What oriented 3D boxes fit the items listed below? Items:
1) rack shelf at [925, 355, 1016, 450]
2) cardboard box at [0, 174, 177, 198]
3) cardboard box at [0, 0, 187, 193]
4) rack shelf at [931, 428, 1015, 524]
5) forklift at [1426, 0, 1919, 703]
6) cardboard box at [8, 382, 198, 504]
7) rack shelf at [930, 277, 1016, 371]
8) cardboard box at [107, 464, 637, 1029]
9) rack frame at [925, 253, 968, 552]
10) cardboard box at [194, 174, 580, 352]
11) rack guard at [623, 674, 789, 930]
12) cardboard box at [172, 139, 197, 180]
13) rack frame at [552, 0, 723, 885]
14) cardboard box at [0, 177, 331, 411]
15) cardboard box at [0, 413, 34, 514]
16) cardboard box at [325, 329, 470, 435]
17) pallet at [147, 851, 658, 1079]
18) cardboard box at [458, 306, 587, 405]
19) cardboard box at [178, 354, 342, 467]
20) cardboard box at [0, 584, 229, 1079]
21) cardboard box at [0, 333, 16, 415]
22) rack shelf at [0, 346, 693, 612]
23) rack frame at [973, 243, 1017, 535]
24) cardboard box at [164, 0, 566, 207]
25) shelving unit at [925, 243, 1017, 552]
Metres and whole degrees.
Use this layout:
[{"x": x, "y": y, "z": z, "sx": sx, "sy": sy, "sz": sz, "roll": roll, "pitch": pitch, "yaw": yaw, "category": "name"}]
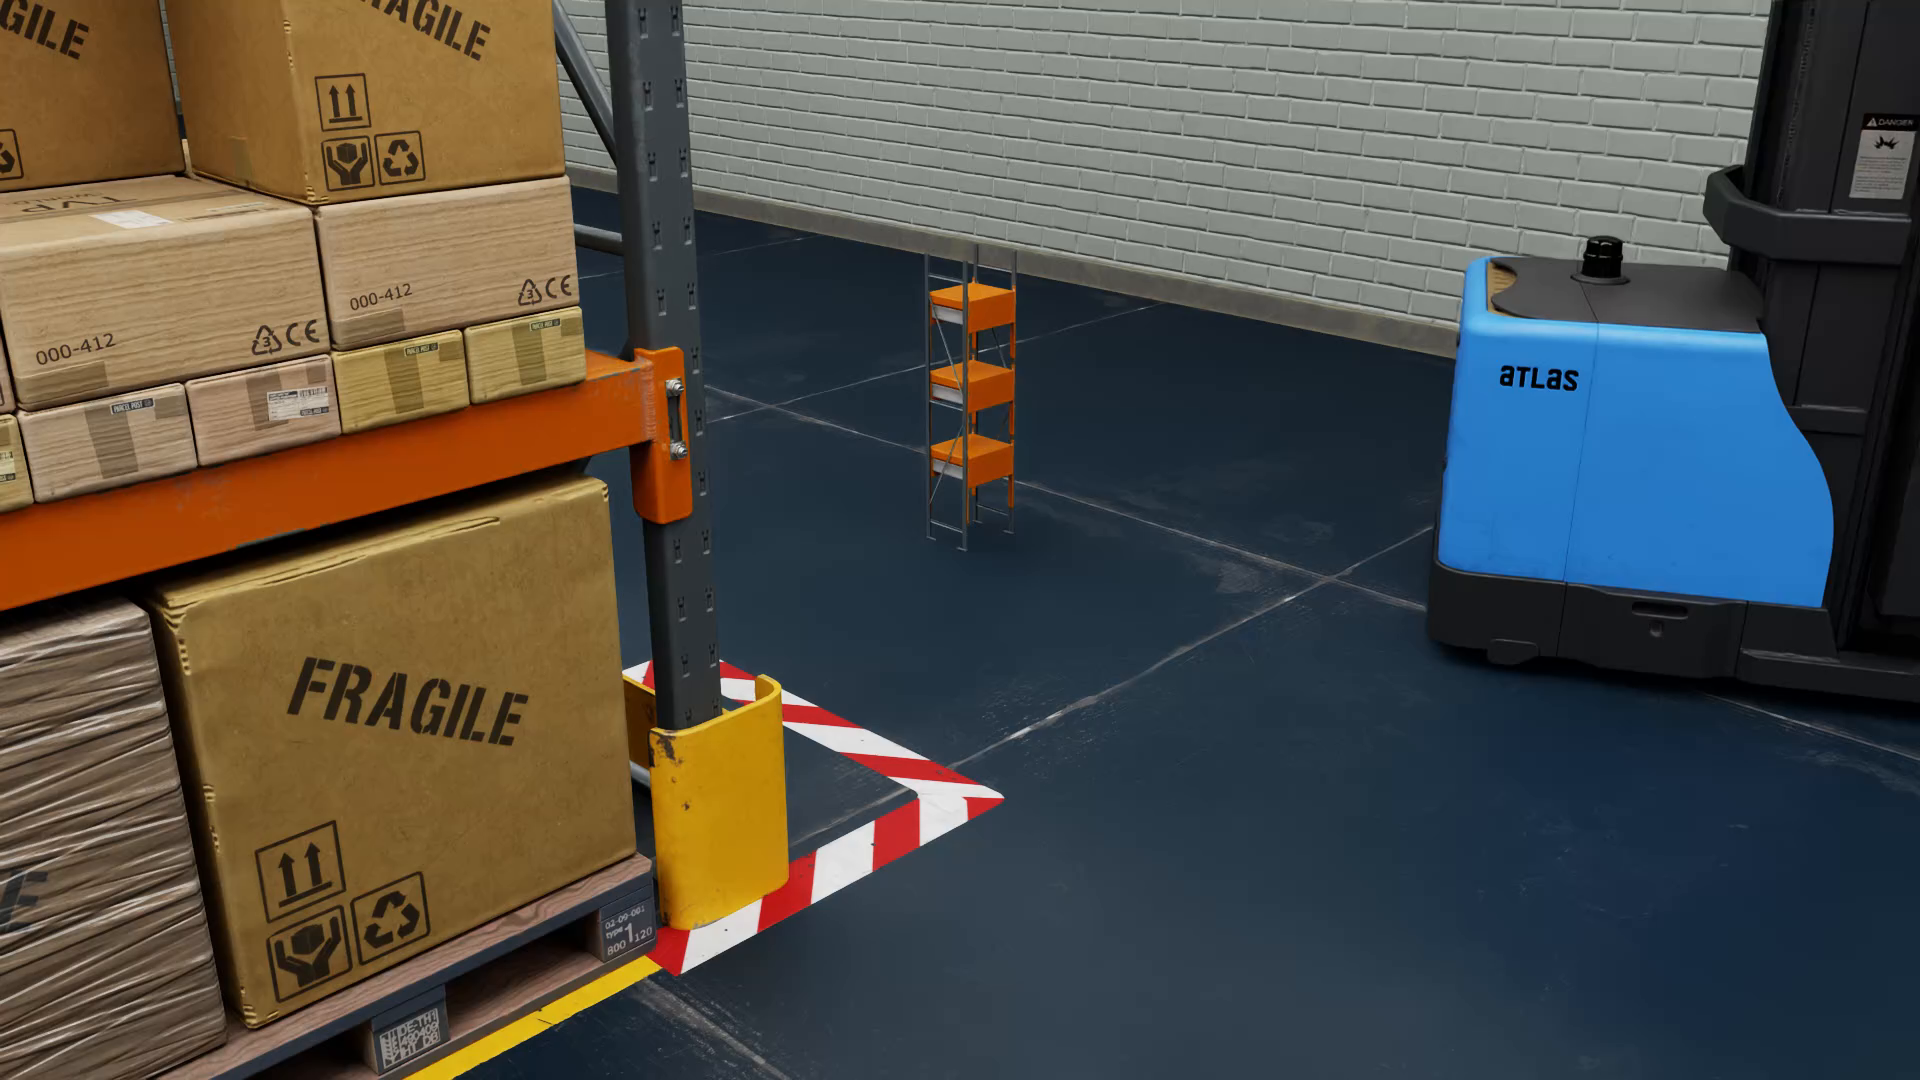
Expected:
[{"x": 0.037, "y": -0.494, "z": 5.926, "sx": 0.215, "sy": 0.259, "sz": 0.240, "roll": 19, "pitch": 28, "yaw": 41, "category": "rack shelf"}, {"x": -1.823, "y": -0.567, "z": 3.163, "sx": 0.500, "sy": 0.250, "sz": 0.500, "roll": 19, "pitch": 28, "yaw": 40, "category": "cardboard box"}, {"x": -1.813, "y": -0.924, "z": 3.046, "sx": 0.500, "sy": 0.500, "sz": 0.500, "roll": 18, "pitch": 28, "yaw": 39, "category": "cardboard box"}, {"x": 0.037, "y": -0.234, "z": 6.026, "sx": 0.215, "sy": 0.259, "sz": 0.240, "roll": 19, "pitch": 28, "yaw": 41, "category": "rack shelf"}, {"x": 3.015, "y": -1.014, "z": 4.628, "sx": 3.031, "sy": 2.935, "sz": 1.130, "roll": 6, "pitch": 22, "yaw": 15, "category": "forklift"}, {"x": -1.481, "y": -0.202, "z": 2.770, "sx": 0.250, "sy": 0.149, "sz": 0.380, "roll": -20, "pitch": 28, "yaw": -41, "category": "cardboard box"}, {"x": 0.037, "y": -0.759, "z": 5.824, "sx": 0.215, "sy": 0.259, "sz": 0.240, "roll": 19, "pitch": 28, "yaw": 41, "category": "rack shelf"}, {"x": -1.326, "y": 0.291, "z": 3.513, "sx": 0.875, "sy": 0.875, "sz": 0.875, "roll": 19, "pitch": 28, "yaw": 41, "category": "cardboard box"}, {"x": -0.048, "y": -0.472, "z": 5.840, "sx": 0.200, "sy": 1.050, "sz": 0.008, "roll": 19, "pitch": 28, "yaw": 41, "category": "rack frame"}, {"x": -1.084, "y": -0.567, "z": 3.163, "sx": 0.500, "sy": 0.250, "sz": 0.500, "roll": 19, "pitch": 28, "yaw": 40, "category": "cardboard box"}, {"x": -0.920, "y": 0.471, "z": 4.151, "sx": 1.175, "sy": 0.500, "sz": 0.348, "roll": 19, "pitch": 28, "yaw": 41, "category": "rack guard"}, {"x": -1.465, "y": -0.702, "z": 3.515, "sx": 0.500, "sy": 0.250, "sz": 0.500, "roll": 18, "pitch": 28, "yaw": 39, "category": "cardboard box"}, {"x": -0.936, "y": -0.689, "z": 3.687, "sx": 1.000, "sy": 3.000, "sz": 0.127, "roll": 19, "pitch": 28, "yaw": 41, "category": "rack frame"}, {"x": -1.439, "y": -0.437, "z": 2.825, "sx": 0.500, "sy": 0.250, "sz": 0.500, "roll": 19, "pitch": 28, "yaw": 40, "category": "cardboard box"}, {"x": -1.660, "y": -0.135, "z": 2.595, "sx": 0.380, "sy": 0.149, "sz": 0.250, "roll": 18, "pitch": 28, "yaw": 39, "category": "cardboard box"}, {"x": -1.129, "y": -0.331, "z": 3.104, "sx": 0.380, "sy": 0.149, "sz": 0.250, "roll": 20, "pitch": 28, "yaw": 41, "category": "cardboard box"}, {"x": -1.438, "y": 0.838, "z": 3.601, "sx": 1.003, "sy": 0.211, "sz": 1.213, "roll": 19, "pitch": 28, "yaw": 41, "category": "pallet"}, {"x": -0.949, "y": -0.398, "z": 3.279, "sx": 0.250, "sy": 0.149, "sz": 0.380, "roll": -20, "pitch": 28, "yaw": -41, "category": "cardboard box"}, {"x": -1.306, "y": -0.266, "z": 2.936, "sx": 0.380, "sy": 0.149, "sz": 0.250, "roll": 19, "pitch": 28, "yaw": 41, "category": "cardboard box"}, {"x": -1.960, "y": 0.525, "z": 2.904, "sx": 0.875, "sy": 0.875, "sz": 0.875, "roll": 19, "pitch": 28, "yaw": 41, "category": "cardboard box"}, {"x": -1.793, "y": -0.306, "z": 2.484, "sx": 0.500, "sy": 0.250, "sz": 0.500, "roll": 18, "pitch": 27, "yaw": 39, "category": "cardboard box"}, {"x": -2.332, "y": 0.161, "z": 2.478, "sx": 1.077, "sy": 0.370, "sz": 4.000, "roll": 19, "pitch": 28, "yaw": 41, "category": "rack shelf"}, {"x": 0.122, "y": -0.535, "z": 6.004, "sx": 0.200, "sy": 1.050, "sz": 0.008, "roll": 19, "pitch": 28, "yaw": 41, "category": "rack frame"}, {"x": -1.088, "y": -0.917, "z": 3.029, "sx": 0.500, "sy": 0.500, "sz": 0.500, "roll": 20, "pitch": 29, "yaw": 41, "category": "cardboard box"}, {"x": 0.037, "y": -0.504, "z": 5.922, "sx": 0.215, "sy": 1.050, "sz": 0.252, "roll": 19, "pitch": 28, "yaw": 41, "category": "shelving unit"}]
